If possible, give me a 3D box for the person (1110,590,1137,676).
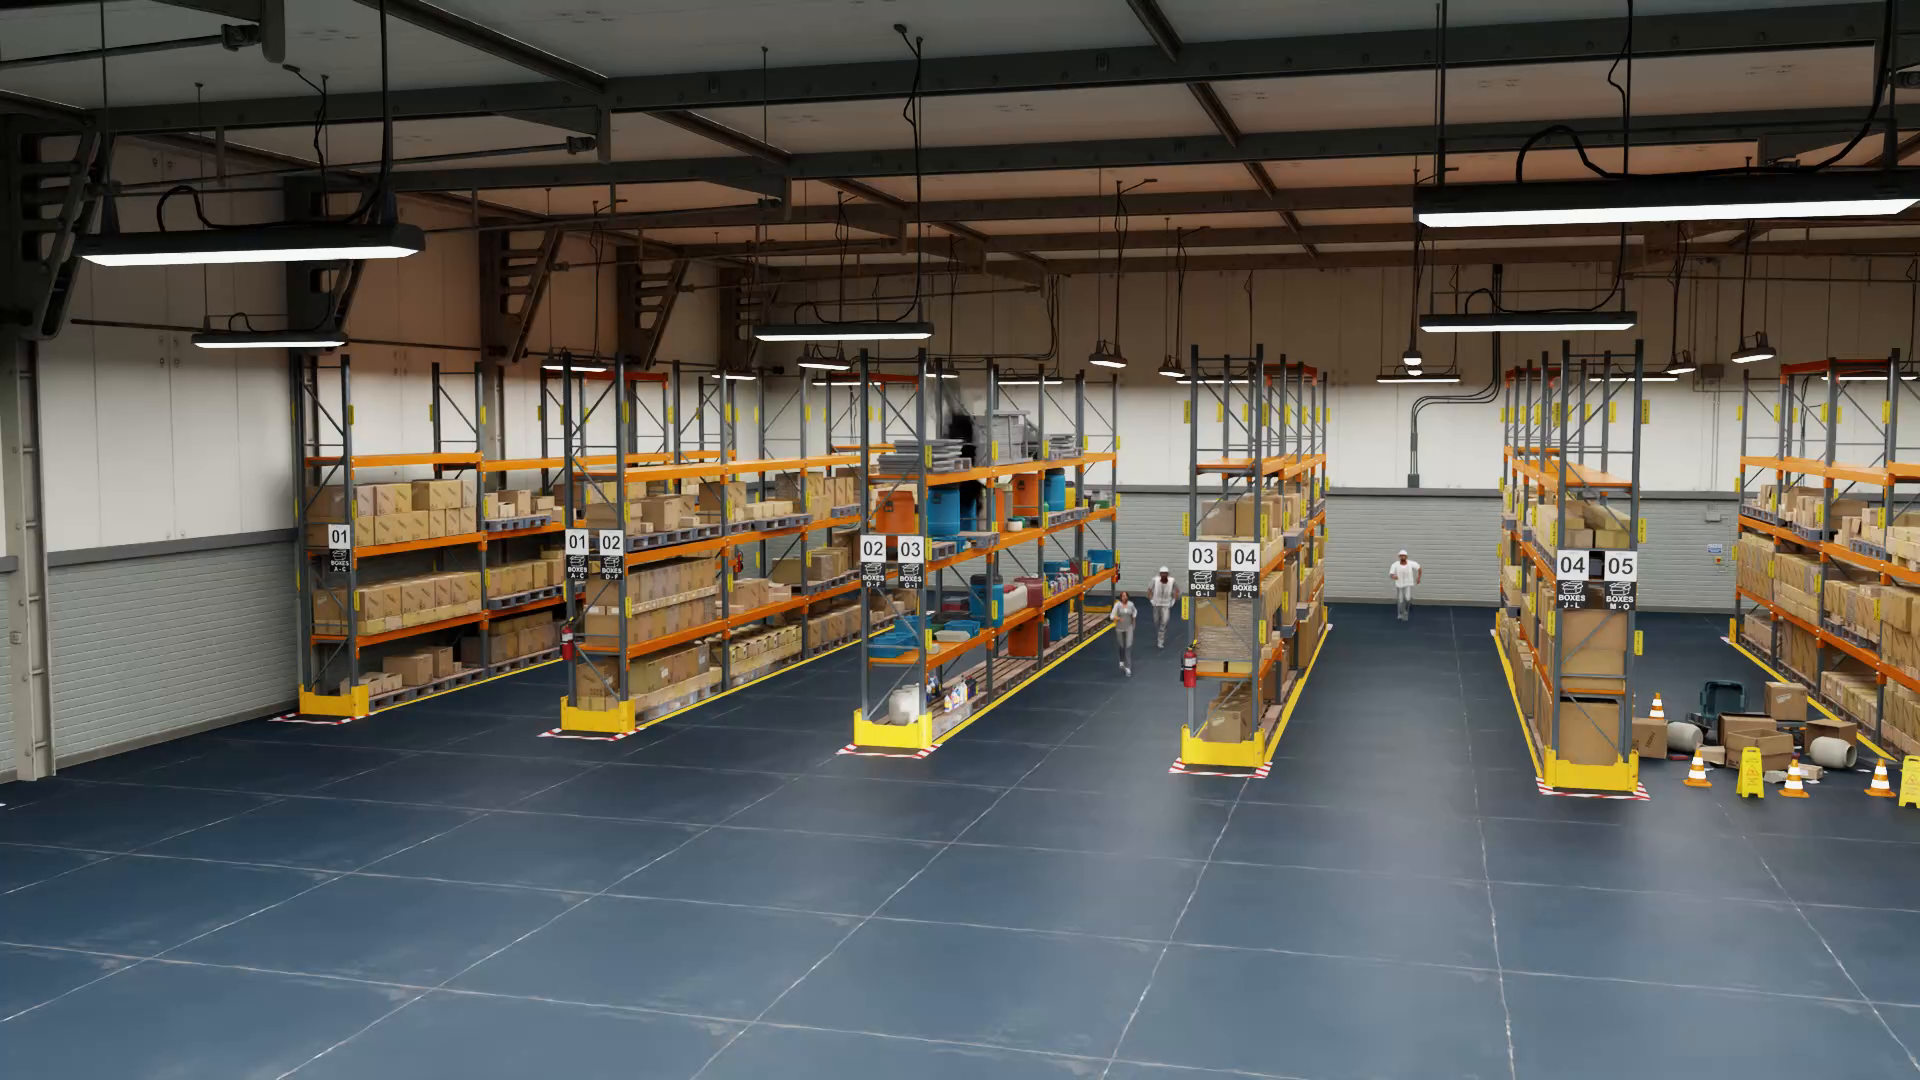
[{"bbox_3d":[3.168,1.775,32.191,0.532,1.624,0.817,0,4,2],"label":"person"}]

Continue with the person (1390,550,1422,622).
[{"bbox_3d":[10.749,1.106,40.167,0.718,1.726,0.841,2,5,22],"label":"person"}]

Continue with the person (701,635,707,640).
[{"bbox_3d":[-5.508,1.520,34.737,0.667,1.788,0.911,1,4,8],"label":"person"}]

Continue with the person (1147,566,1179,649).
[{"bbox_3d":[4.419,1.439,36.169,0.681,1.769,0.995,1,4,12],"label":"person"}]
